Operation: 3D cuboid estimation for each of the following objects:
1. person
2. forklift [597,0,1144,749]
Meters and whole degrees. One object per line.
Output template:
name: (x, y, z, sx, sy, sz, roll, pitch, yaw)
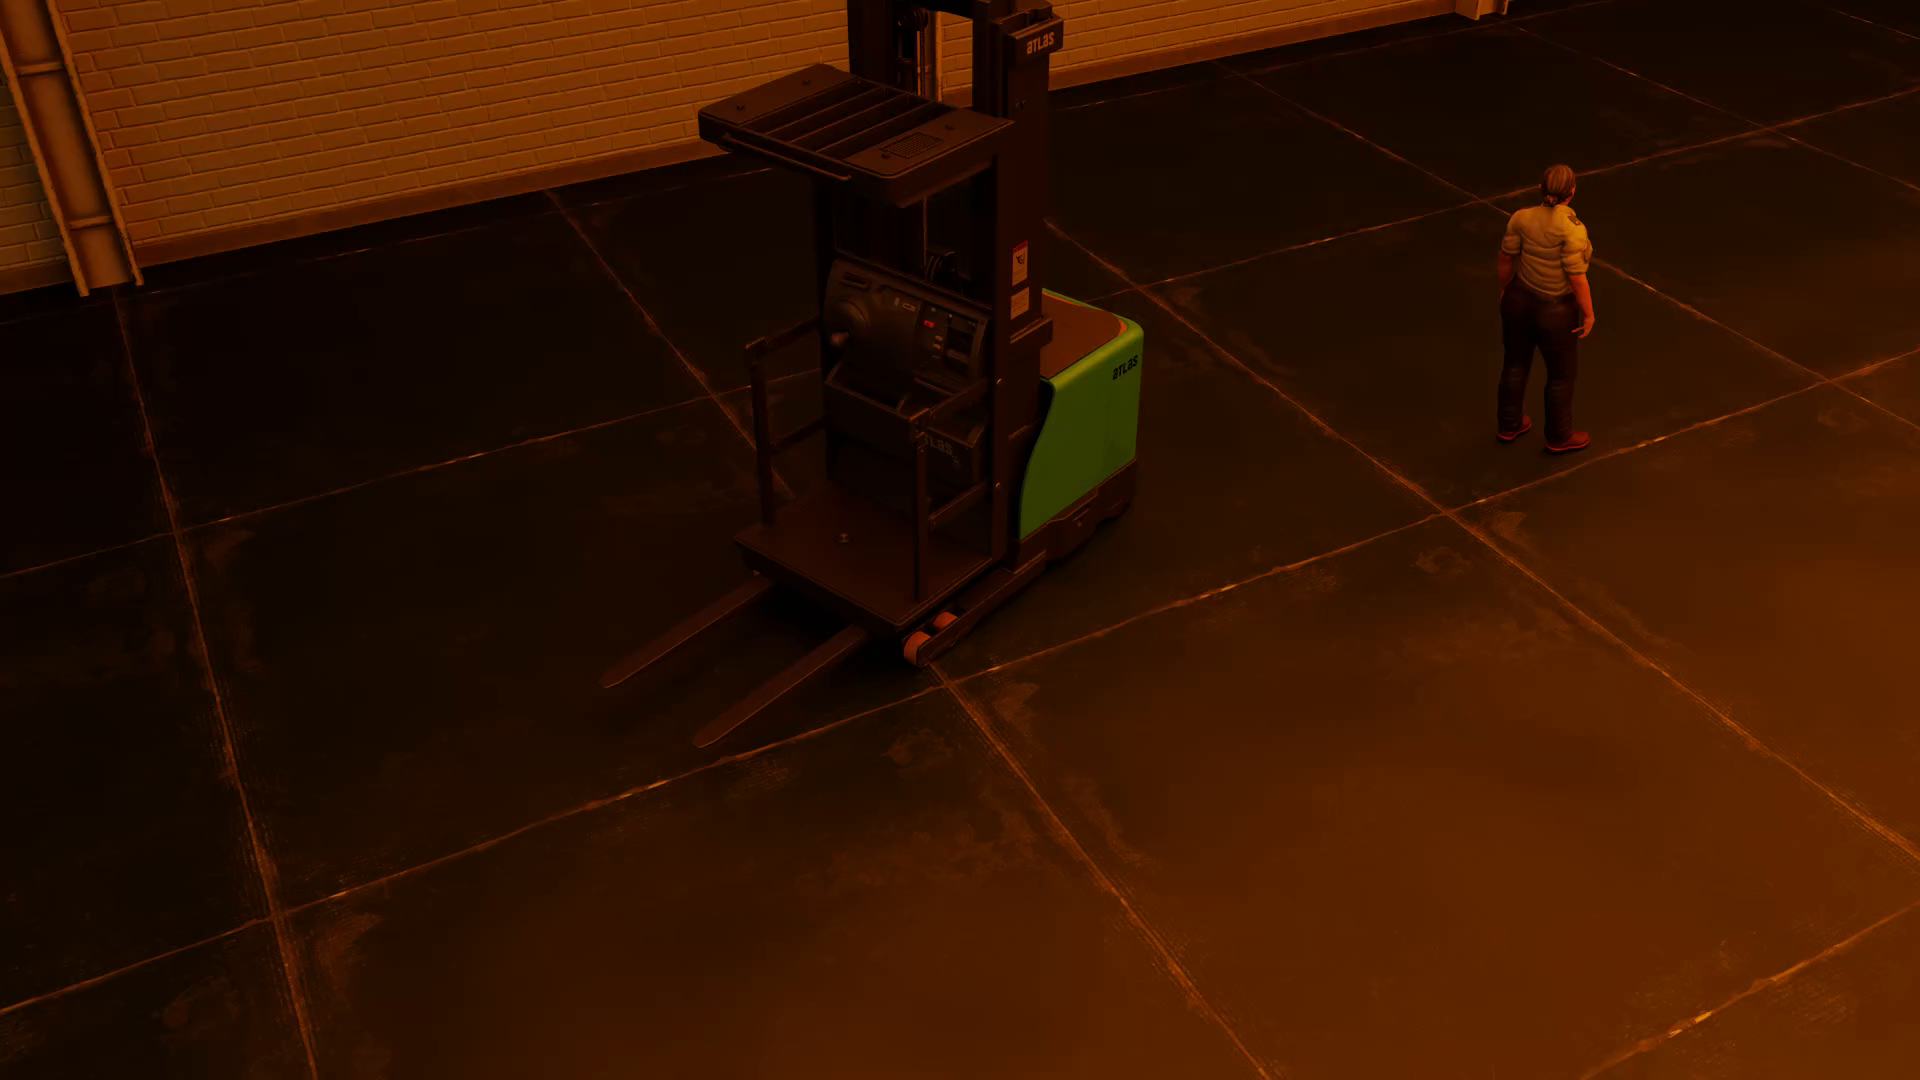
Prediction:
person: (3.215, -1.265, 9.018, 0.502, 1.644, 0.598, -26, 43, -31)
forklift: (-0.390, -0.927, 7.434, 1.130, 2.935, 3.031, 26, 43, 31)
